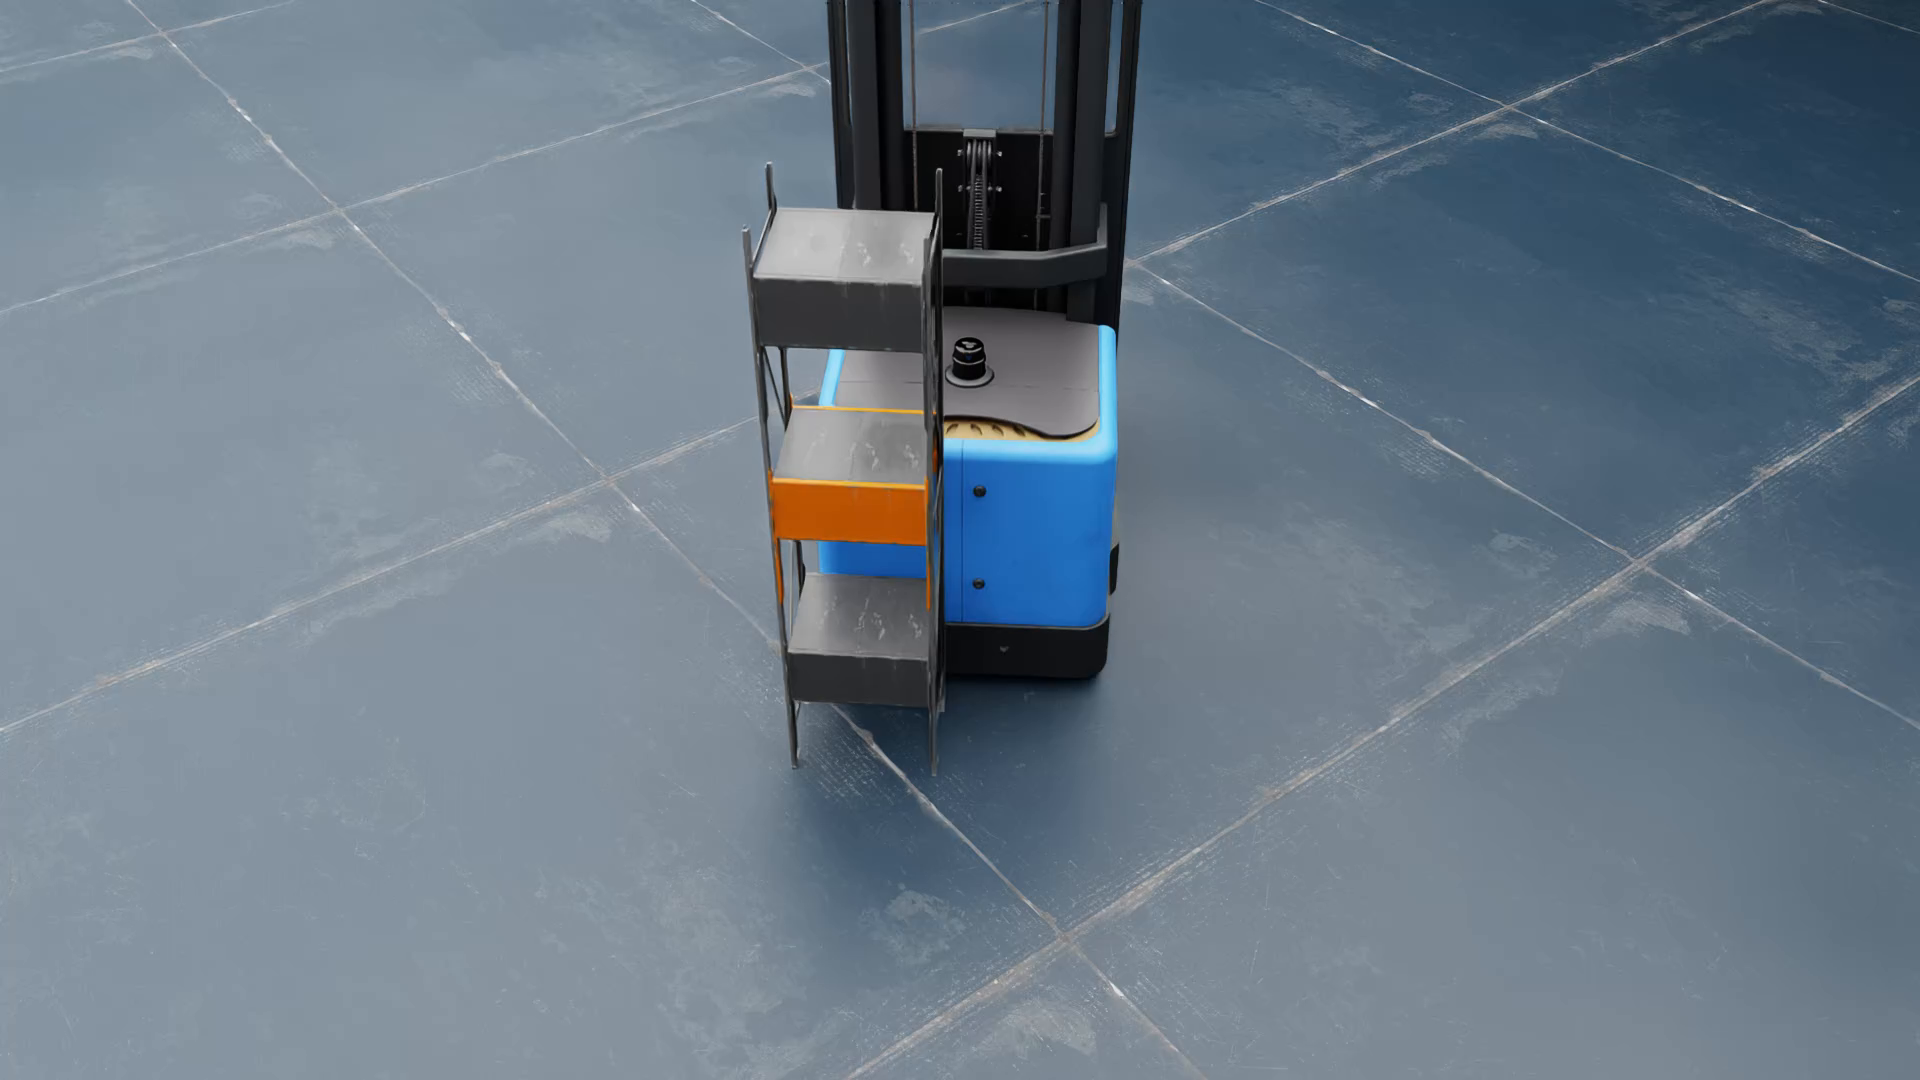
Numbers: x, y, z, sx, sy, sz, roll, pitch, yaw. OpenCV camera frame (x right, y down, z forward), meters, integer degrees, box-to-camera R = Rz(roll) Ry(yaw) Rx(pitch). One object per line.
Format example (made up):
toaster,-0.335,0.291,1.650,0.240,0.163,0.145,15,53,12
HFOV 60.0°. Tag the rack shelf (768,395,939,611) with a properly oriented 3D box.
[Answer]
rack shelf,-0.317,-0.119,5.261,0.480,0.518,0.431,3,39,3

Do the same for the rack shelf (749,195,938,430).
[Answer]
rack shelf,-0.317,-0.660,4.817,0.480,0.518,0.431,3,39,3

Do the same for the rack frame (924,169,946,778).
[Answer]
rack frame,-0.074,-0.117,5.237,0.015,2.100,0.400,3,39,3

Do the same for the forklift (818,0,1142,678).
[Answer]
forklift,0.099,-1.551,6.330,1.130,2.935,3.031,2,39,3

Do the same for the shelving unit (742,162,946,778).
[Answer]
shelving unit,-0.317,-0.129,5.252,0.503,2.100,0.431,3,39,3

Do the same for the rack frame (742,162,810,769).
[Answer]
rack frame,-0.560,-0.141,5.267,0.015,2.100,0.400,3,39,3

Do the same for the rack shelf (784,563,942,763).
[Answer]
rack shelf,-0.317,0.422,5.705,0.480,0.518,0.431,3,39,3
